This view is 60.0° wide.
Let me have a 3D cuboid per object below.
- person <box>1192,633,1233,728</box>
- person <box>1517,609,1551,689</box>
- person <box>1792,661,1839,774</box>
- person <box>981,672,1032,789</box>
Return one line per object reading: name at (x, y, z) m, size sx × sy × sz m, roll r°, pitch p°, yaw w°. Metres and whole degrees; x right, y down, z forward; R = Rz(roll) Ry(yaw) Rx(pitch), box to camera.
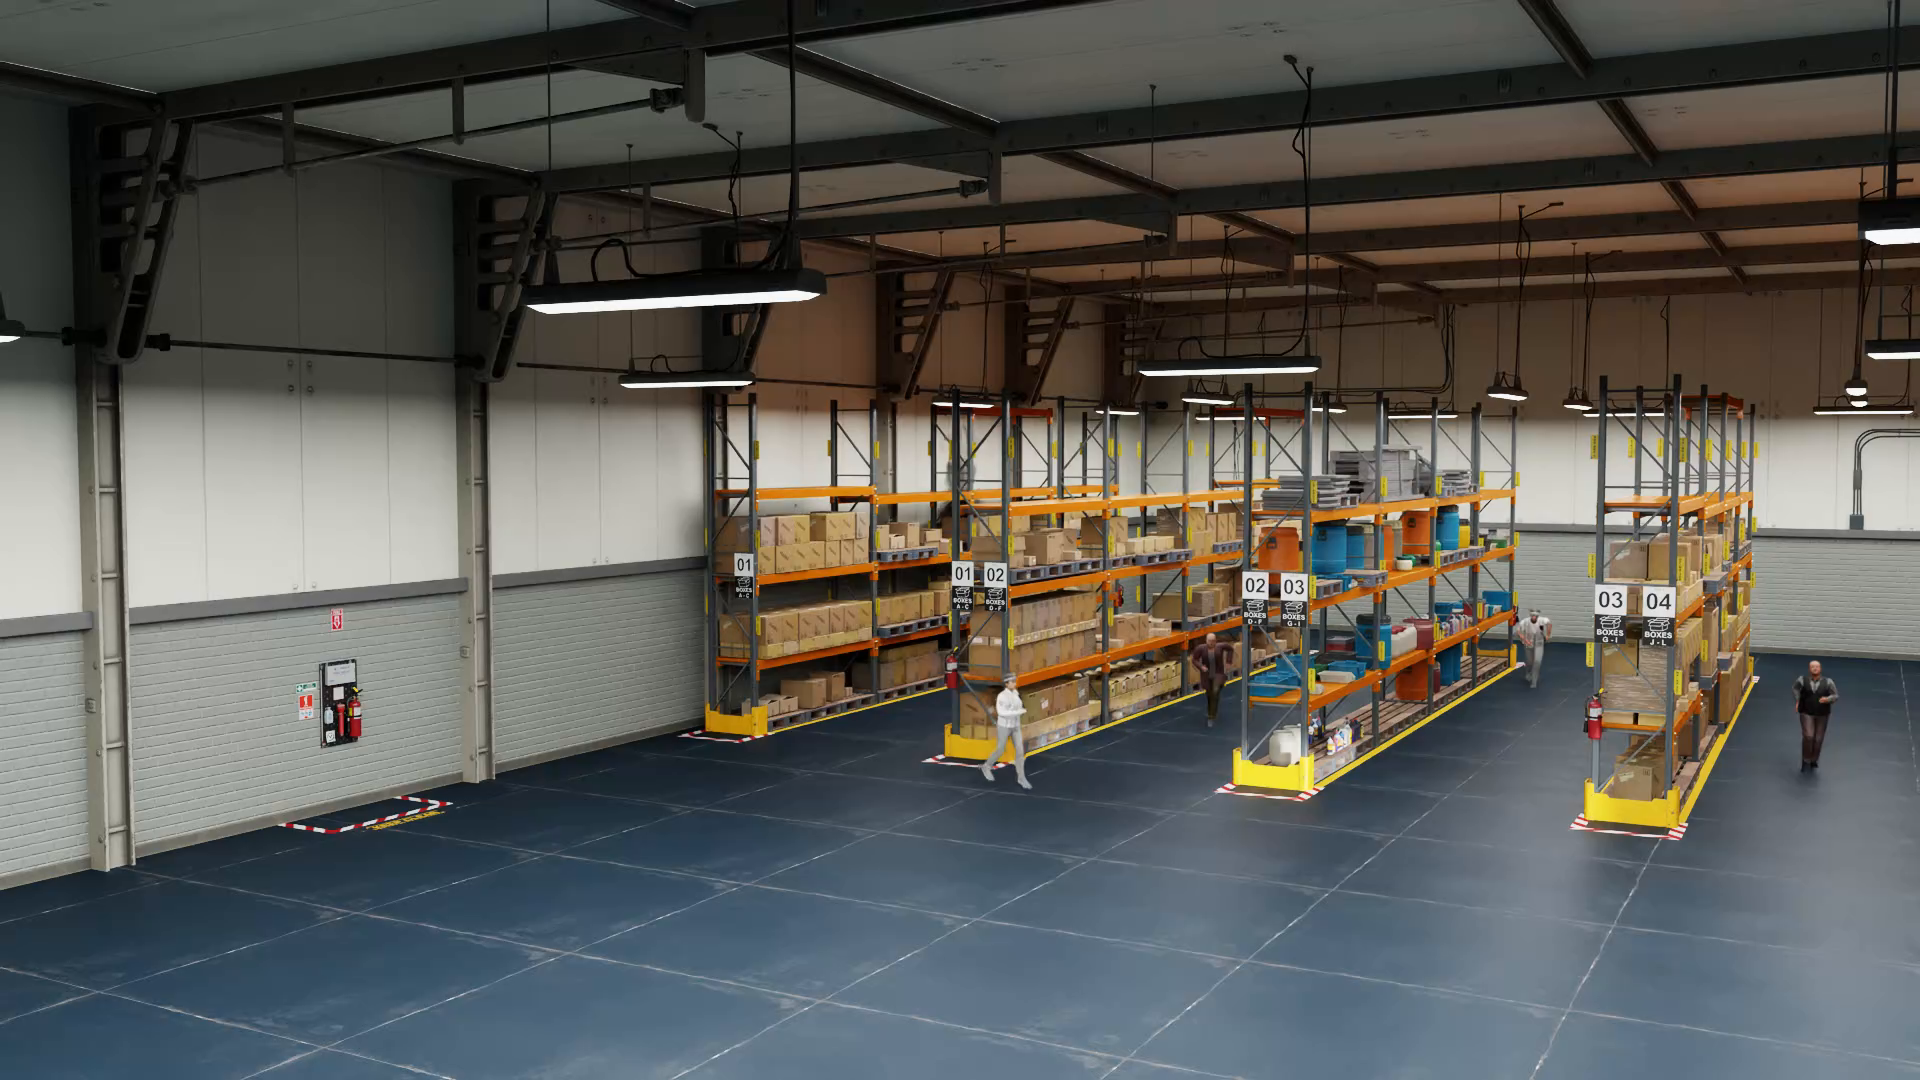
person at (4.628, 2.533, 30.491) m, size 0.754 × 1.743 × 1.063 m, roll 1°, pitch 3°, yaw 9°
person at (12.203, 2.282, 35.396) m, size 0.703 × 1.720 × 1.025 m, roll 1°, pitch 3°, yaw 13°
person at (13.288, 2.755, 25.841) m, size 0.638 × 1.766 × 0.747 m, roll 1°, pitch 3°, yaw 22°
person at (0.711, 2.797, 24.684) m, size 0.887 × 1.702 × 0.593 m, roll 3°, pitch 4°, yaw 44°
